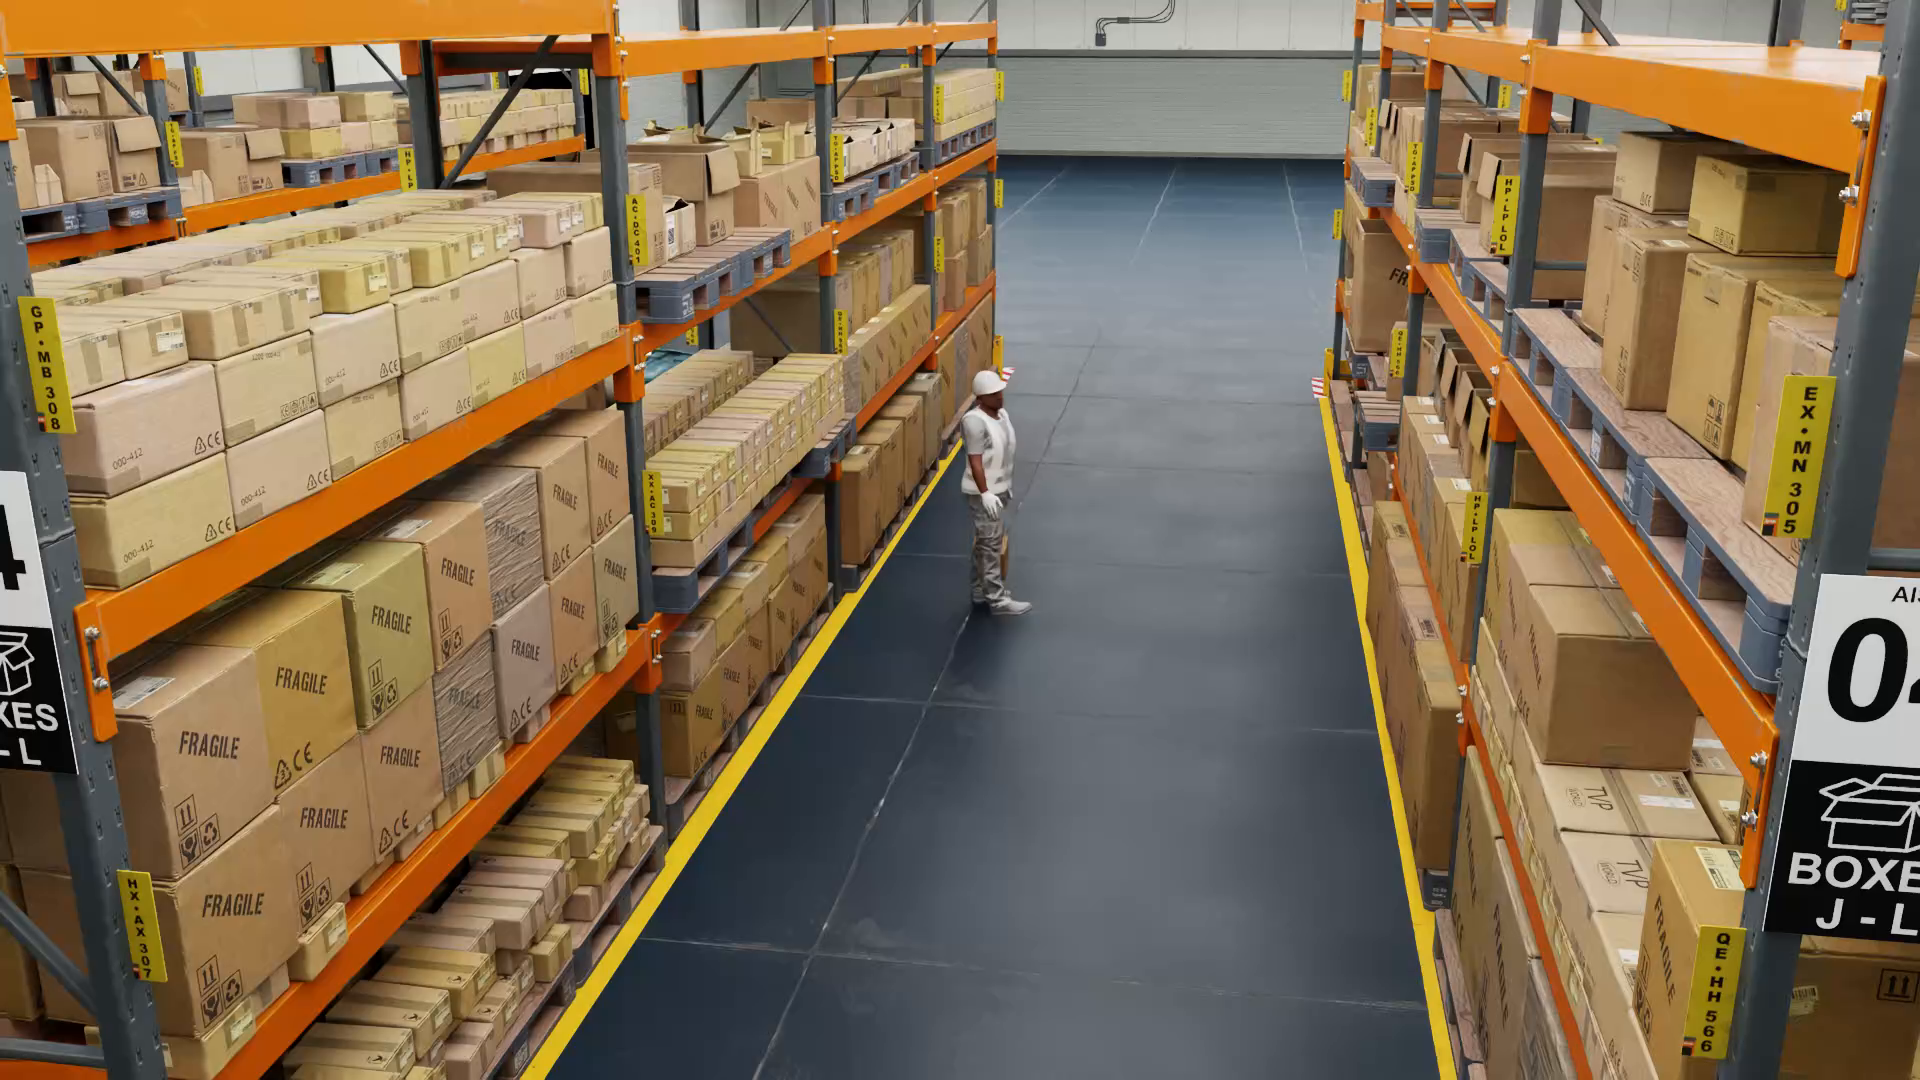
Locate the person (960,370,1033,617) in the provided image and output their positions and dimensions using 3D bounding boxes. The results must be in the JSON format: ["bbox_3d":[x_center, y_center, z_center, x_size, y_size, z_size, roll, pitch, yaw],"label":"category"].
[{"bbox_3d":[0.296,-0.341,12.000,0.543,1.787,0.601,6,19,19],"label":"person"}]
